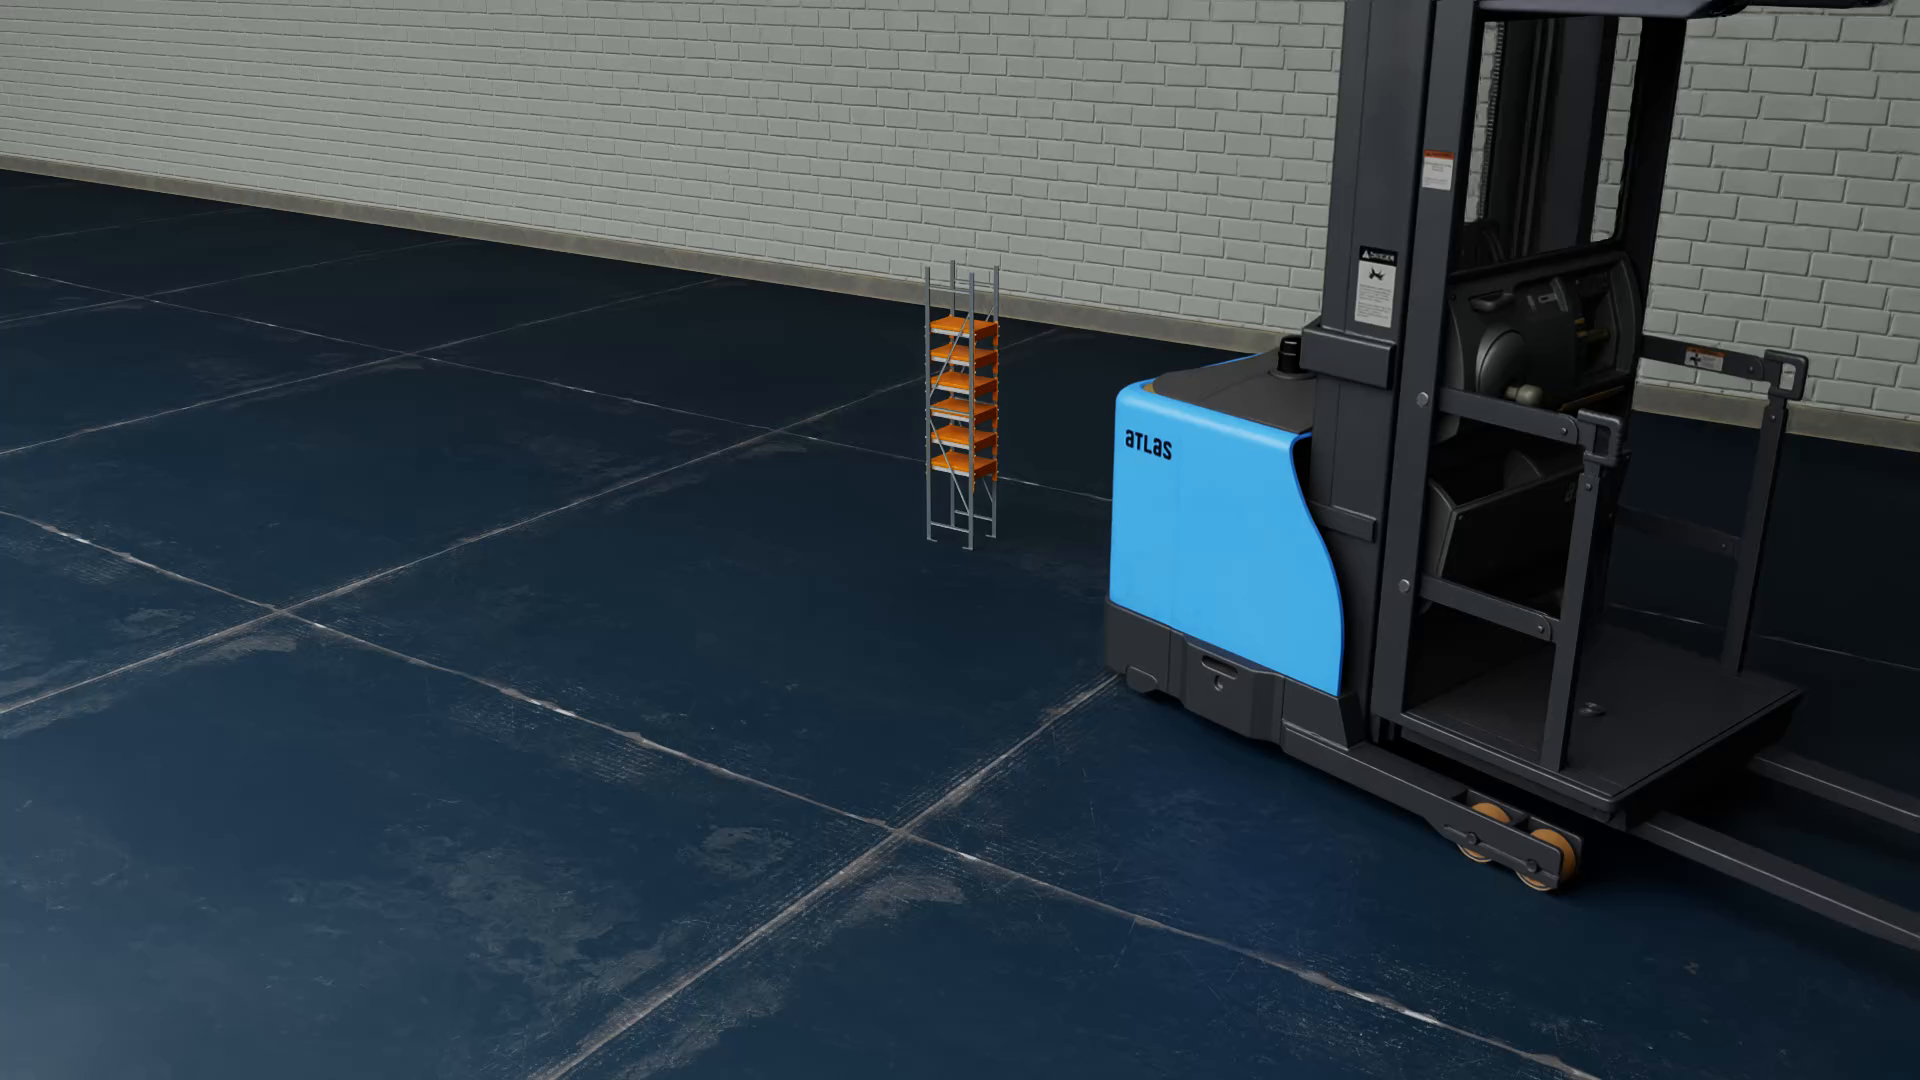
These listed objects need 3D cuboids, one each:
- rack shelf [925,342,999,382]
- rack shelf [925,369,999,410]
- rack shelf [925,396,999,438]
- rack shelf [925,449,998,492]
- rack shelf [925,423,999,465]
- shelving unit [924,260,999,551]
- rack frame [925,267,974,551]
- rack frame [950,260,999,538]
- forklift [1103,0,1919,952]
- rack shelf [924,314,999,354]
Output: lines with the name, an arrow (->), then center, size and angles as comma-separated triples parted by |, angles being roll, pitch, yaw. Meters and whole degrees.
rack shelf -> 0.008, -0.750, 7.000 | 0.258, 0.103, 0.180 | 13, 24, 32
rack shelf -> 0.008, -0.638, 7.042 | 0.258, 0.103, 0.180 | 13, 24, 32
rack shelf -> 0.008, -0.525, 7.083 | 0.258, 0.103, 0.180 | 13, 24, 32
rack shelf -> 0.008, -0.300, 7.167 | 0.258, 0.103, 0.180 | 13, 24, 32
rack shelf -> 0.008, -0.413, 7.125 | 0.258, 0.103, 0.180 | 13, 24, 32
shelving unit -> 0.008, -0.567, 7.068 | 0.258, 1.200, 0.189 | 13, 24, 32
rack frame -> -0.043, -0.541, 6.997 | 0.240, 1.200, 0.006 | 13, 24, 32
rack frame -> 0.060, -0.593, 7.139 | 0.240, 1.200, 0.006 | 13, 24, 32
forklift -> 1.833, -0.596, 4.652 | 1.130, 2.935, 3.031 | -16, 26, -37
rack shelf -> 0.008, -0.863, 6.959 | 0.258, 0.103, 0.180 | 13, 24, 32
